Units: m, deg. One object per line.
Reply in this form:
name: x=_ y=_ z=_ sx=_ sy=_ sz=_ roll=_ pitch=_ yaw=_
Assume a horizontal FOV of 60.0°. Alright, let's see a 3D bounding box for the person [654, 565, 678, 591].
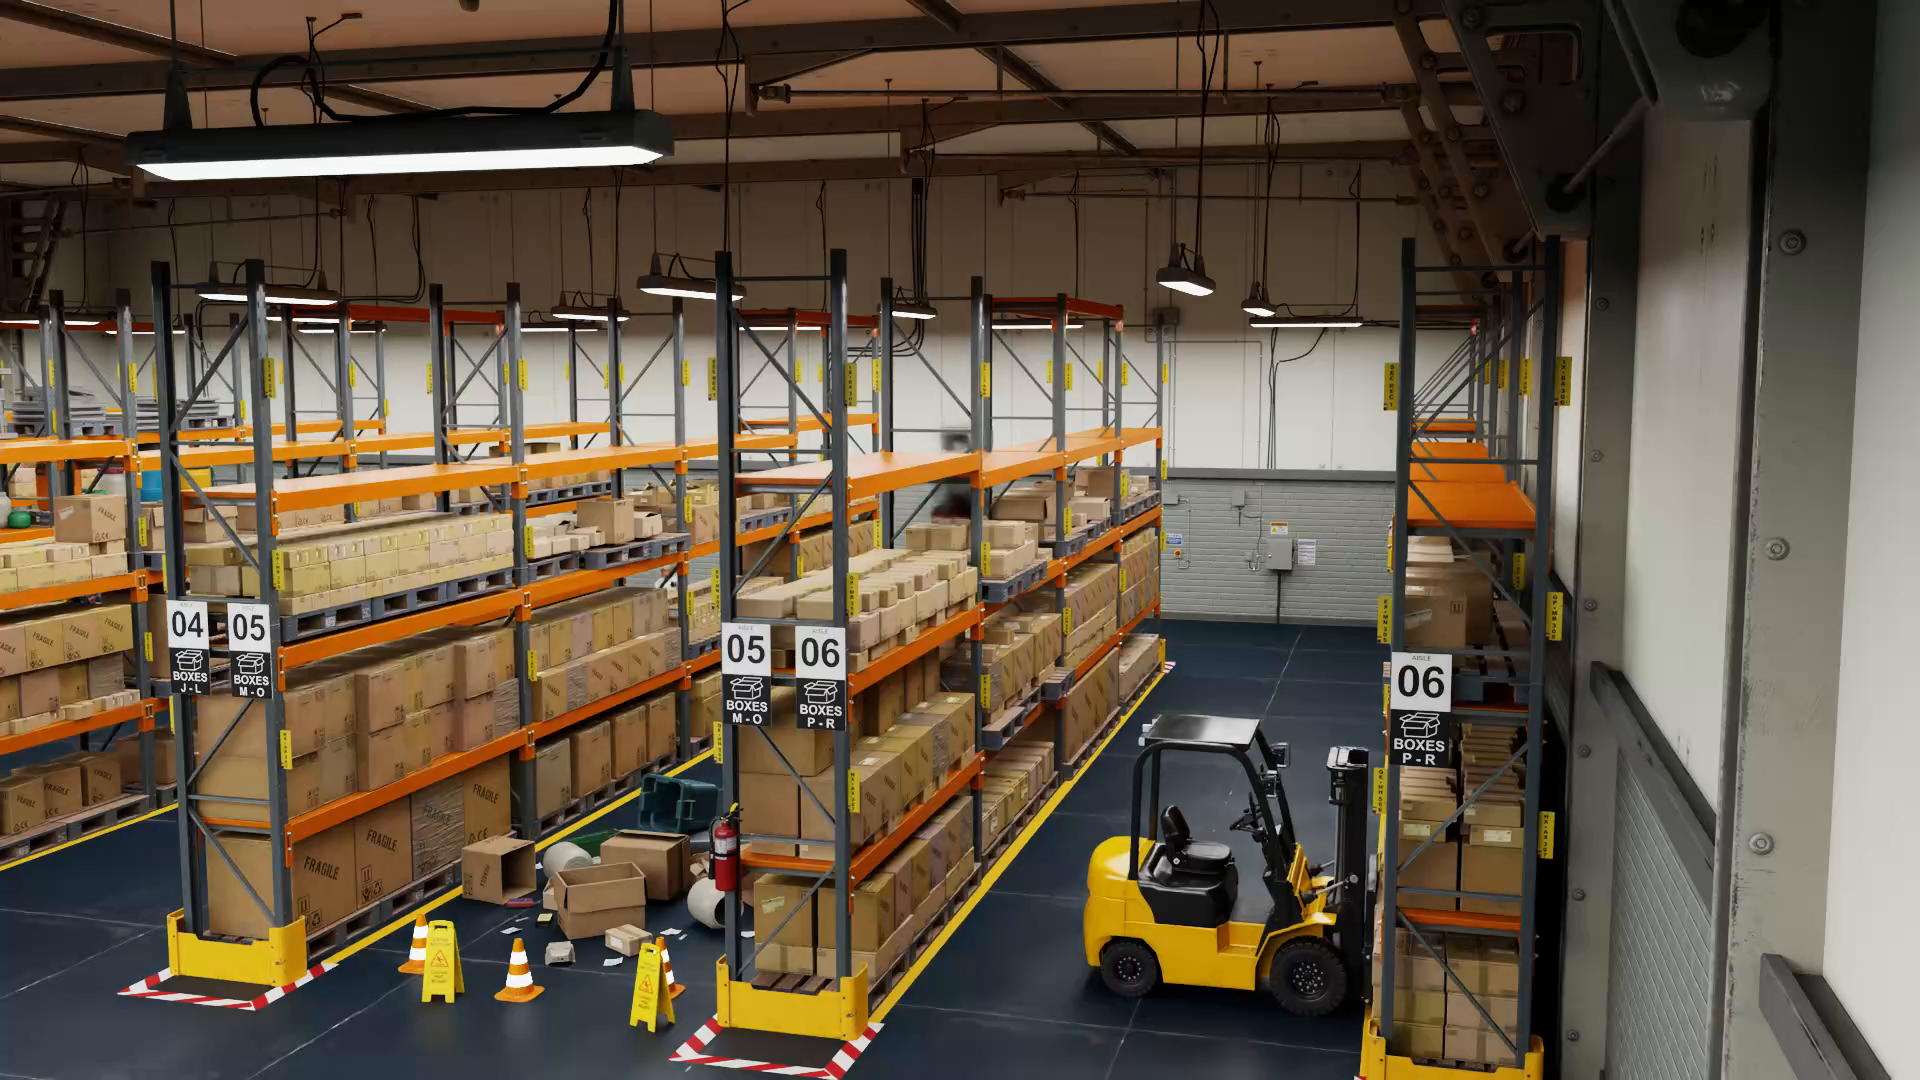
person: x=-5.177 y=1.249 z=29.588 sx=0.621 sy=1.629 sz=0.486 roll=0 pitch=6 yaw=-3
